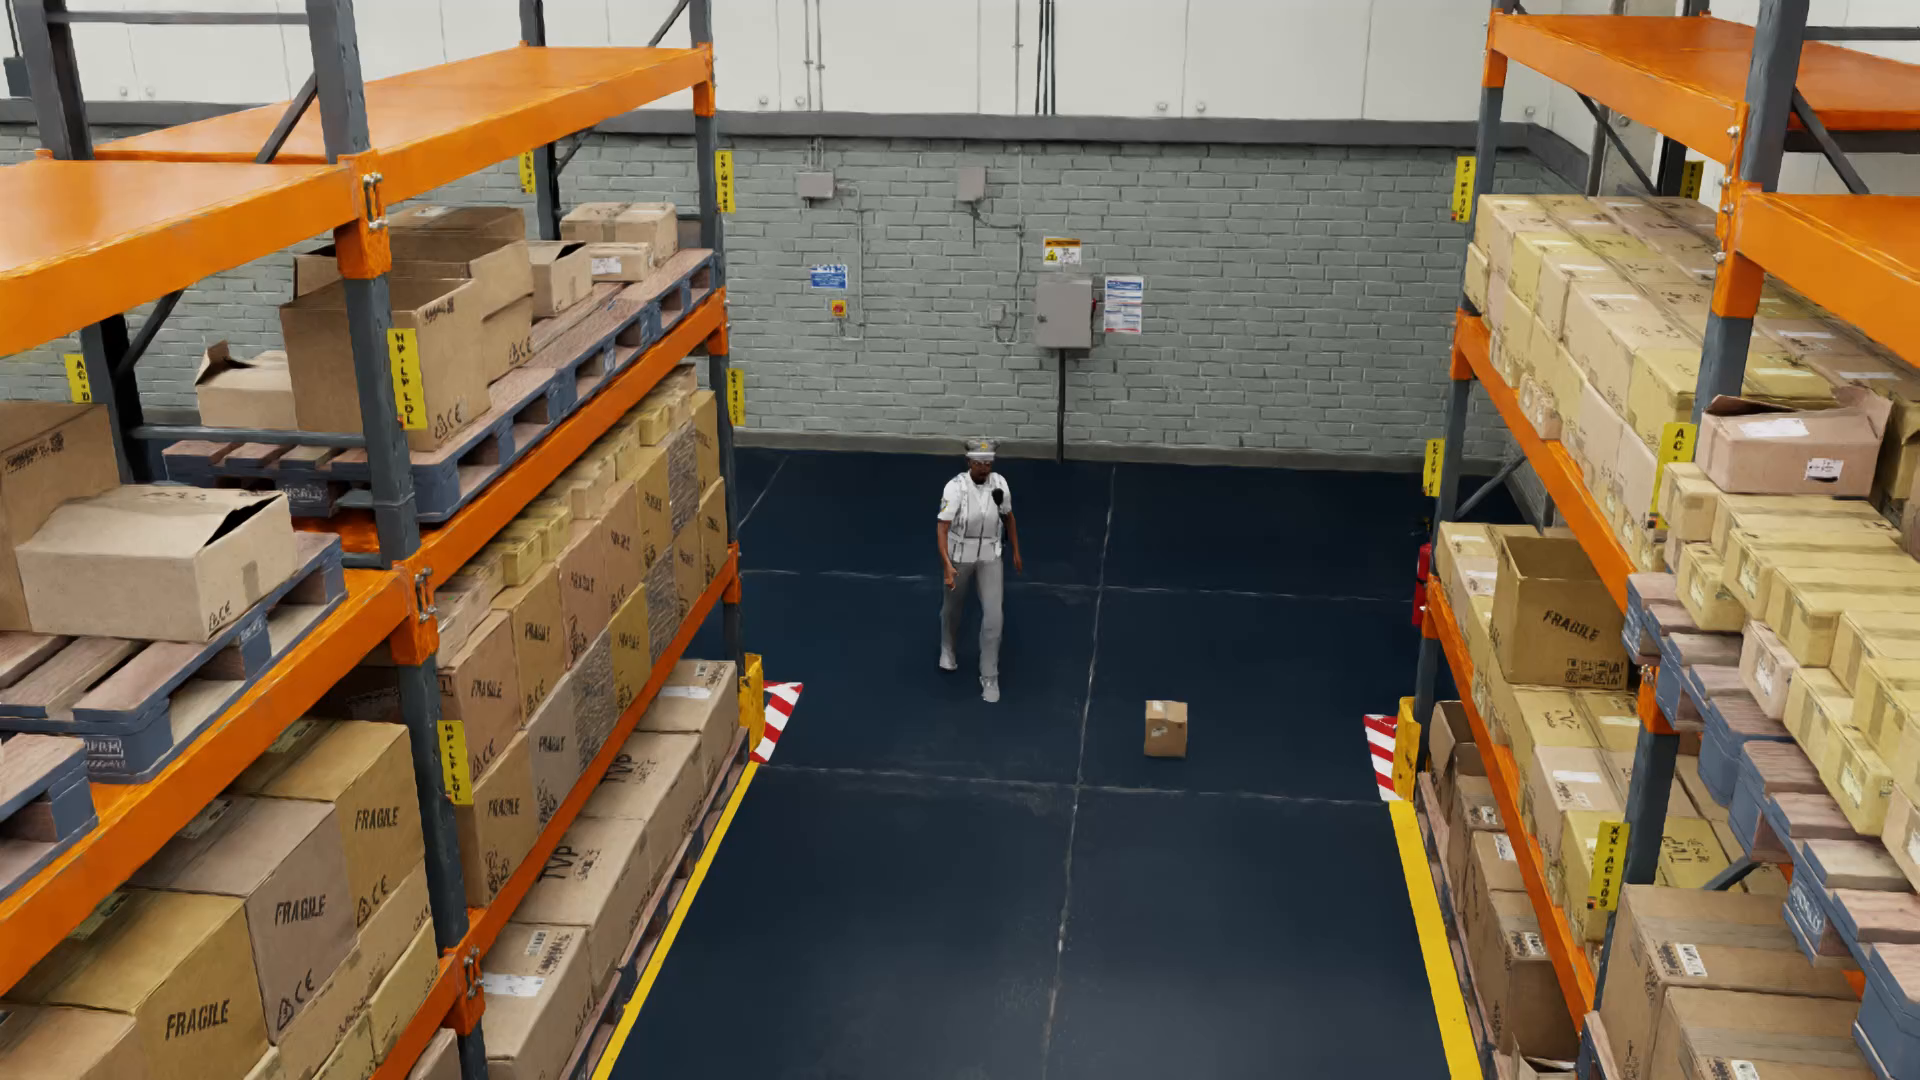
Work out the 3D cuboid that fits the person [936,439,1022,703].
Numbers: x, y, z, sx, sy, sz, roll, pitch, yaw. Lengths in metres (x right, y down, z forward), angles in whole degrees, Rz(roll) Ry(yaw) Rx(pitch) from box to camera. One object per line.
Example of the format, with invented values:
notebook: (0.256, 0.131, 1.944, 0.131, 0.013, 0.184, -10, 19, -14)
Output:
person: (0.138, 0.151, 10.736, 0.618, 1.709, 0.763, -6, 22, -14)
